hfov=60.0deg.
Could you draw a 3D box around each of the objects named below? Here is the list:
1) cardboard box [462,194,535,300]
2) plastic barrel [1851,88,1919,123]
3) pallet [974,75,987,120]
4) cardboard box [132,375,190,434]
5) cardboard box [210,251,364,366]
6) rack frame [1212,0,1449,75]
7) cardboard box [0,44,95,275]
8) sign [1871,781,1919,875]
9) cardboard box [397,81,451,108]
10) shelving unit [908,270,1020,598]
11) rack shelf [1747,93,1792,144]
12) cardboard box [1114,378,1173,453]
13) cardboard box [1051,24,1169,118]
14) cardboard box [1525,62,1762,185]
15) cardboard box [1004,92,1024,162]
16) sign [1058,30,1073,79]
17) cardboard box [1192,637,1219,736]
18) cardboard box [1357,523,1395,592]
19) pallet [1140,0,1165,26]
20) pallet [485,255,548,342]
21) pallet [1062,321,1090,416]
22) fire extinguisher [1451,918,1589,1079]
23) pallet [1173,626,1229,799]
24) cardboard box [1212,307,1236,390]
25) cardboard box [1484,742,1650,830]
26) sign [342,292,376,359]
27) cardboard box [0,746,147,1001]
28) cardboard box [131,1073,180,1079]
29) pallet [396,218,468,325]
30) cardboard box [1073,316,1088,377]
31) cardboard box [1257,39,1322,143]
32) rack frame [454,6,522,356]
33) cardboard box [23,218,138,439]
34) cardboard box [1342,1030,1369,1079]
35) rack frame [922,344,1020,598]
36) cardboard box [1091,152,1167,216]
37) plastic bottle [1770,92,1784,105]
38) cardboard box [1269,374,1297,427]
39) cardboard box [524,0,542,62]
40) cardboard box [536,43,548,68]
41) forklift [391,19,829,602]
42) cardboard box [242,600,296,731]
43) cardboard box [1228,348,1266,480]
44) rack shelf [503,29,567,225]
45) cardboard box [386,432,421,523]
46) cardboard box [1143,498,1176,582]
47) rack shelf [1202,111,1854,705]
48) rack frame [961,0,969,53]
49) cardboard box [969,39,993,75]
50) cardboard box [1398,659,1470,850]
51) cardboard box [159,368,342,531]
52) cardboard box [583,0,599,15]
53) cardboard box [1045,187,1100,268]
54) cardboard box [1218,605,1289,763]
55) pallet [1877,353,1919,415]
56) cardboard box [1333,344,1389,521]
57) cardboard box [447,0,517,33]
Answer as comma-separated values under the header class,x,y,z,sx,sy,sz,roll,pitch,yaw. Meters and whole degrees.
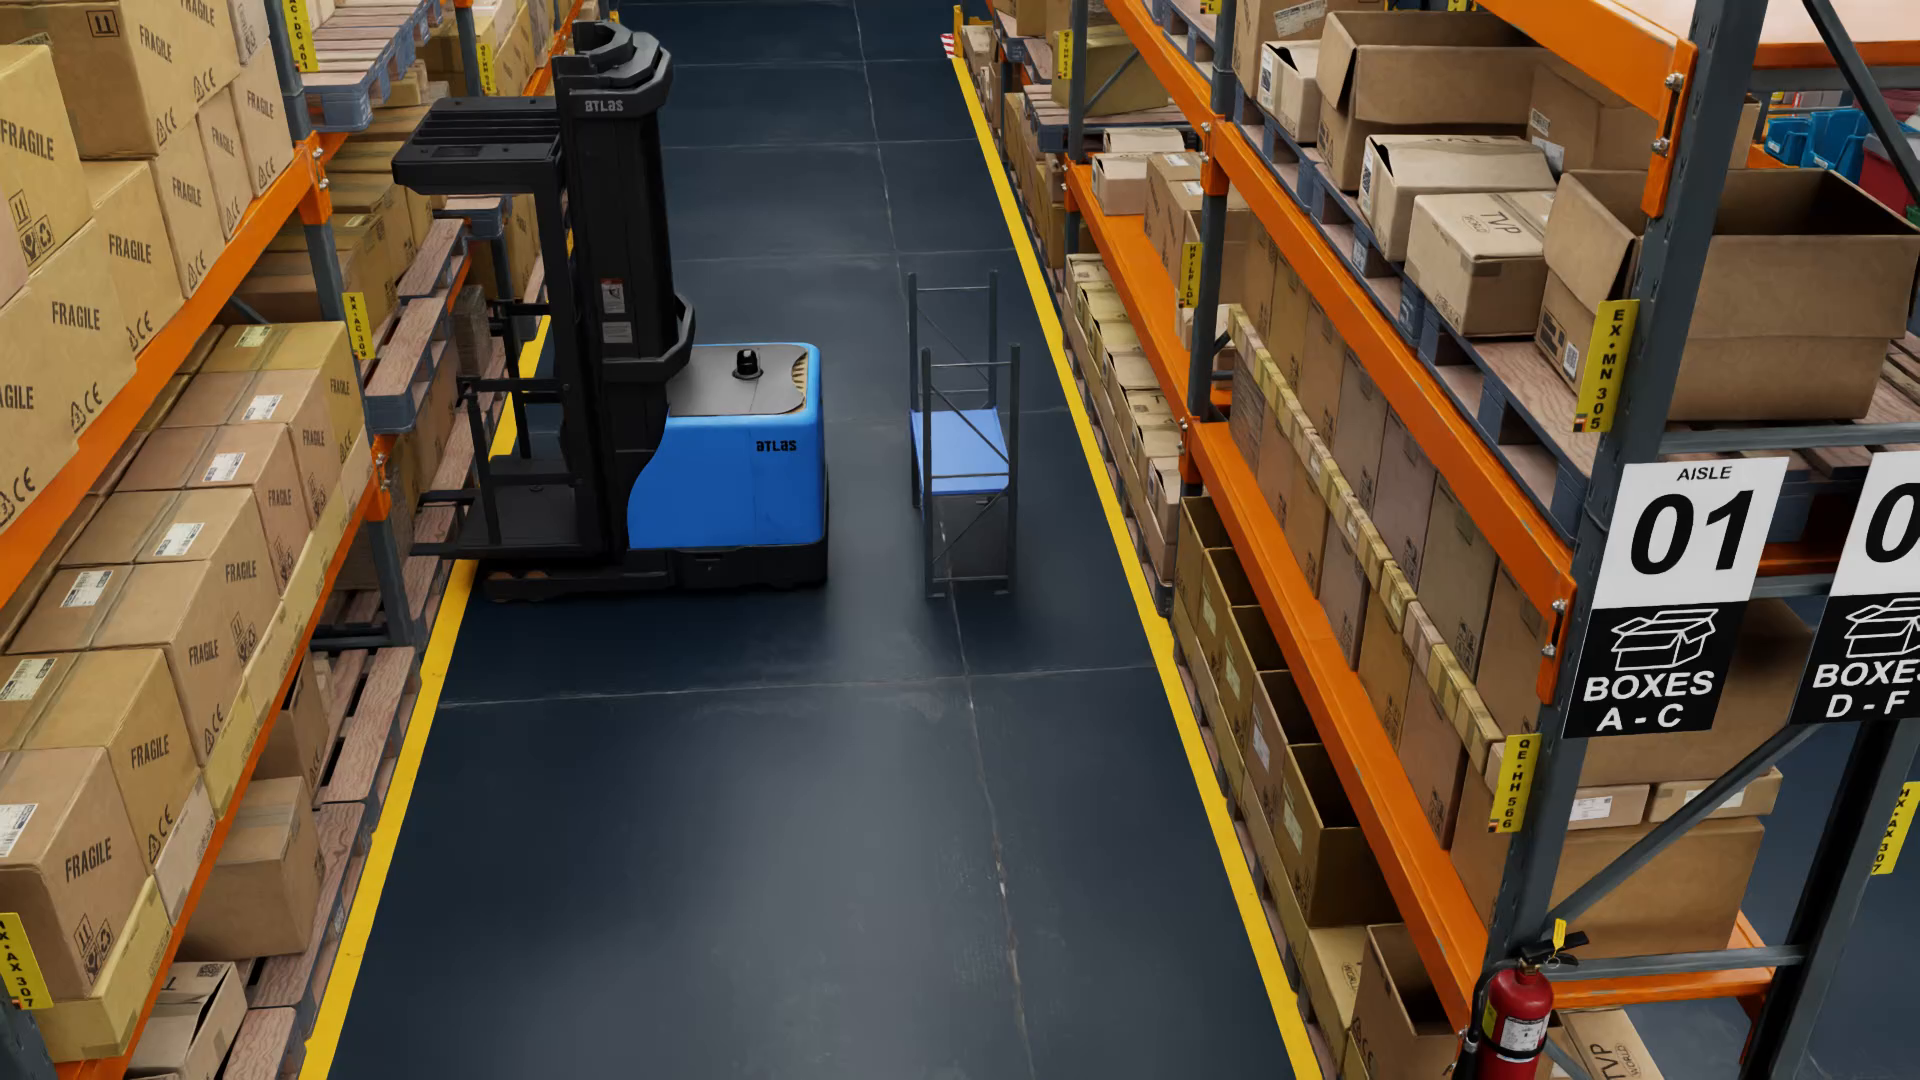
class,x,y,z,sx,sy,sz,roll,pitch,yaw
cardboard box,-3.610,-2.260,12.296,0.750,0.750,0.750,-3,31,-5
plastic barrel,6.536,-2.932,11.600,0.600,0.536,0.708,-3,31,-5
pallet,0.705,-4.680,17.380,1.003,0.211,1.213,-3,31,-5
cardboard box,-3.418,-0.331,6.774,0.500,0.500,0.500,-3,31,-5
cardboard box,-3.312,-1.072,8.093,0.700,0.500,0.500,-3,31,-4
rack frame,1.633,-3.394,6.656,1.000,3.000,0.127,-3,31,-5
cardboard box,-2.774,-1.033,4.537,0.500,0.500,0.500,-2,31,-3
sign,2.560,0.795,4.573,0.100,0.325,0.005,-3,31,-5
cardboard box,-3.618,-2.613,10.674,0.700,0.500,0.500,-6,31,-10
shelving unit,0.008,-0.600,9.292,0.538,1.500,1.048,-3,31,-5
rack shelf,6.005,-3.808,13.902,1.077,0.370,4.000,-3,31,-5
cardboard box,1.211,-0.772,9.842,0.500,0.311,0.500,-3,31,-5
cardboard box,1.088,-3.400,12.009,0.700,0.500,0.500,-13,33,-21
cardboard box,2.124,-1.208,5.278,0.500,0.500,0.500,-3,31,-5
cardboard box,0.688,-3.760,15.128,0.500,0.500,0.500,-4,31,-7
sign,0.720,-3.293,11.285,0.100,0.325,0.005,-3,31,-5
cardboard box,1.416,0.689,7.943,0.500,0.250,0.500,-3,31,-5
cardboard box,1.659,0.056,6.001,0.380,0.149,0.250,-2,31,-3
pallet,1.519,-3.154,9.364,1.003,0.211,1.213,-1,31,-2
pallet,-3.671,-1.830,12.608,1.003,0.211,1.213,-3,31,-5
pallet,1.298,-1.241,11.622,1.003,0.211,1.213,-3,31,-5
fire extinguisher,1.555,1.340,4.657,0.296,0.674,0.183,-3,31,-5
pallet,1.666,0.787,8.226,1.003,0.211,1.213,-3,31,-5
cardboard box,1.544,-1.003,8.650,0.500,0.250,0.500,-1,31,-1
cardboard box,1.781,0.717,4.895,0.380,0.149,0.250,-3,31,-5
sign,-2.759,-0.980,7.622,0.100,0.325,0.005,-3,31,-5
cardboard box,-2.670,0.939,4.648,0.500,0.500,0.500,-3,31,-5
cardboard box,-2.900,2.071,5.550,0.500,0.311,0.500,-6,31,-10
pallet,-3.447,-1.530,9.573,1.003,0.211,1.213,-3,31,-5
cardboard box,1.064,-1.322,11.310,0.500,0.250,0.500,-4,31,-6
cardboard box,1.468,-1.763,6.391,0.500,0.311,0.500,-4,31,-7
rack frame,-3.672,-2.621,11.213,1.000,3.000,0.127,-3,31,-5
cardboard box,-2.774,-0.599,4.786,0.500,0.500,0.500,-1,31,-2
cardboard box,1.663,1.965,5.808,0.500,0.250,0.500,-3,31,-5
rack frame,0.055,-0.341,8.858,0.500,1.500,0.032,-3,31,-5
cardboard box,1.150,-2.356,10.856,0.500,0.311,0.500,-3,31,-5
plastic bottle,6.307,-3.468,12.824,0.097,0.201,0.097,0,31,0
cardboard box,1.541,-0.599,7.098,0.380,0.149,0.250,-3,31,-5
cardboard box,-3.656,-4.102,13.285,0.500,0.500,0.500,-3,31,-4
cardboard box,-3.623,-4.011,13.765,0.380,0.149,0.250,-3,31,-5
forklift,-2.279,-1.193,8.890,3.031,2.935,1.130,-2,31,-3
cardboard box,-2.804,0.472,6.162,0.500,0.250,0.500,-2,31,-4
cardboard box,1.681,-0.635,7.790,0.700,0.500,0.500,-4,31,-6
rack shelf,-3.859,-3.333,13.107,1.077,0.370,4.000,-3,31,-5
cardboard box,-3.482,-0.331,9.388,0.700,0.500,0.500,-3,31,-6
cardboard box,1.306,-0.016,9.123,0.500,0.250,0.500,-3,31,-5
rack shelf,1.820,-0.776,5.900,1.077,0.370,4.000,-3,31,-5
rack frame,0.512,-6.945,18.452,1.000,3.000,0.127,-3,31,-5
cardboard box,0.374,-5.151,17.702,0.500,0.250,0.500,-3,31,-5
cardboard box,1.922,0.674,5.598,0.700,0.500,0.500,-2,31,-3
cardboard box,-2.894,-0.364,6.829,0.500,0.500,0.500,-3,31,-5
cardboard box,-4.061,-5.682,17.733,0.380,0.149,0.250,-3,31,-5
cardboard box,0.938,-2.442,12.922,0.500,0.500,0.500,-2,31,-3
cardboard box,1.458,0.622,7.323,0.500,0.500,0.500,-3,31,-5
pallet,6.336,-0.880,11.017,1.003,0.211,1.213,-3,31,-5
cardboard box,1.822,-0.423,6.170,0.700,0.500,0.500,-3,31,-5
cardboard box,-3.560,-3.896,12.209,0.500,0.250,0.500,-3,31,-4
